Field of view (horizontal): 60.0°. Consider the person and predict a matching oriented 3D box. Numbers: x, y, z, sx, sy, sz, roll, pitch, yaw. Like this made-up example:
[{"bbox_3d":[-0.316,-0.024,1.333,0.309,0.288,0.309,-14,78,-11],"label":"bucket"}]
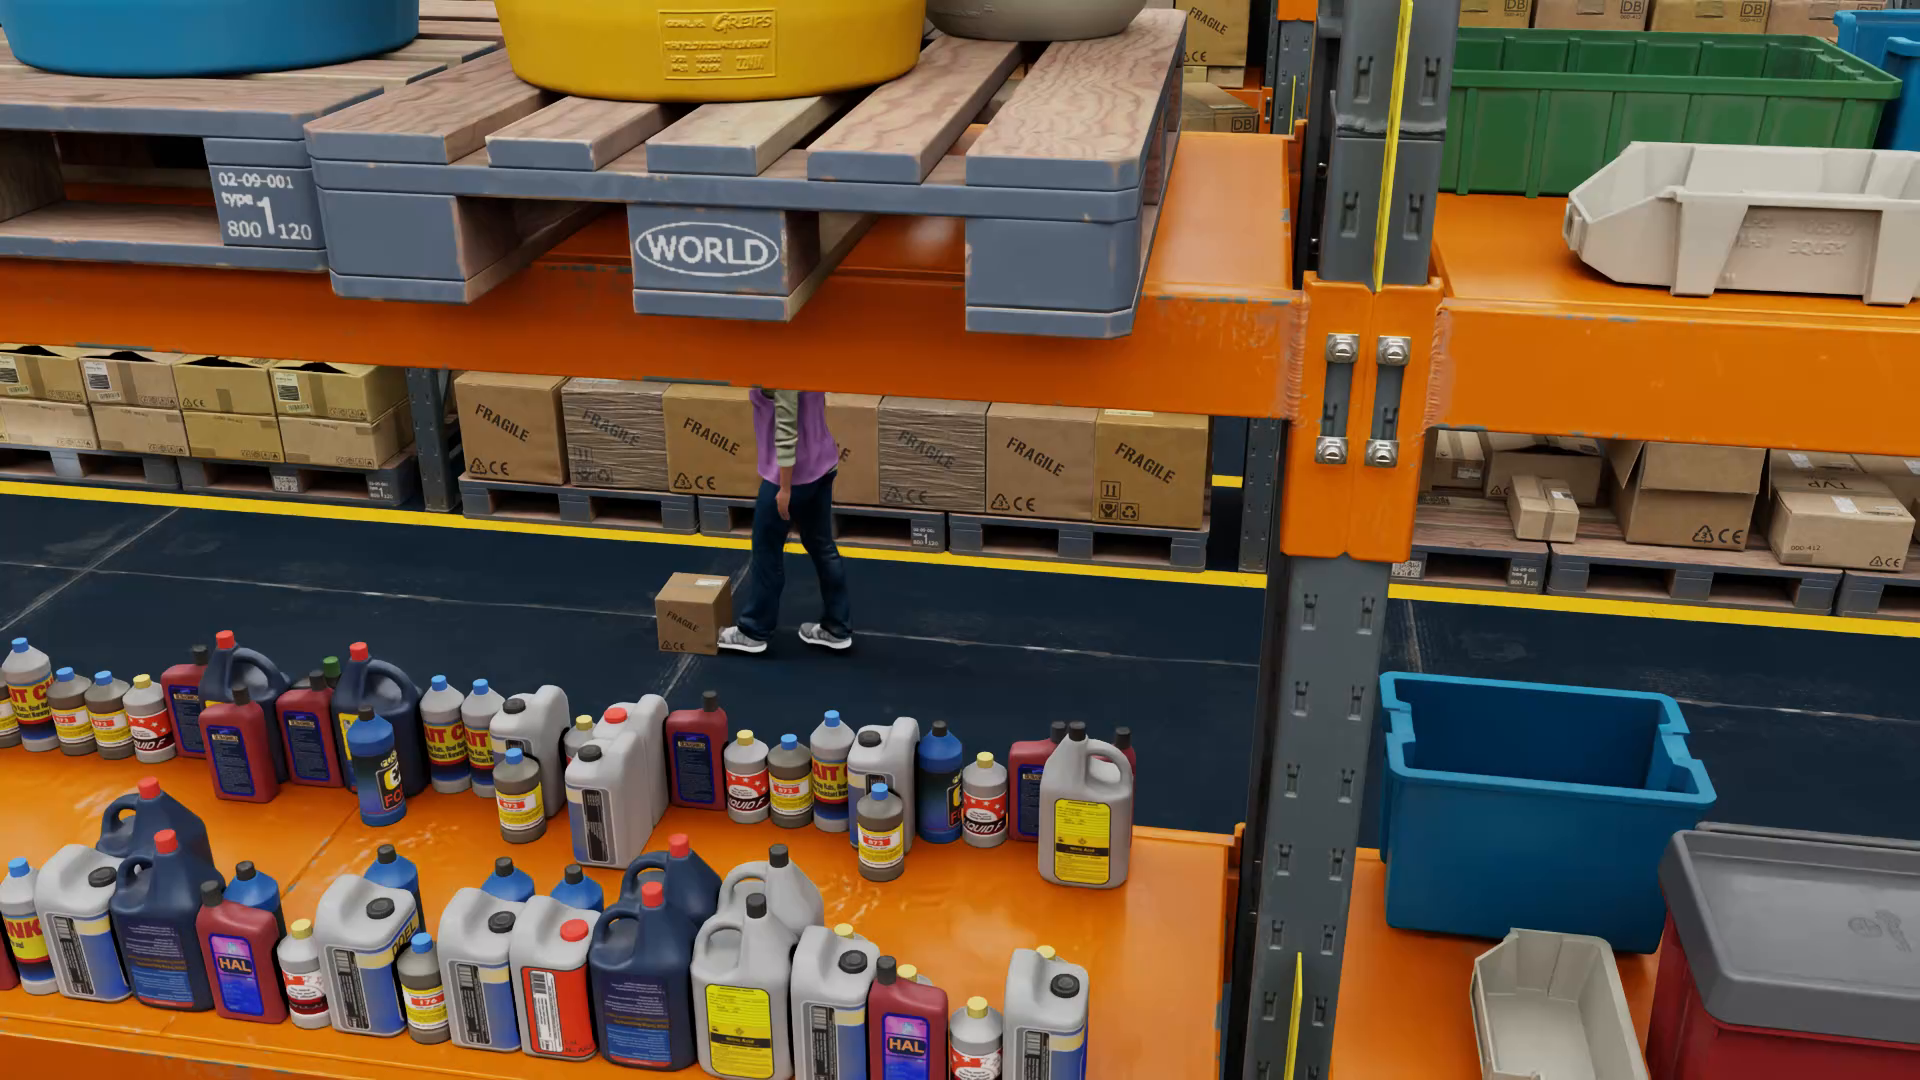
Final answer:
[{"bbox_3d":[-0.740,-0.175,6.756,0.584,1.345,0.432,11,27,21],"label":"person"}]
